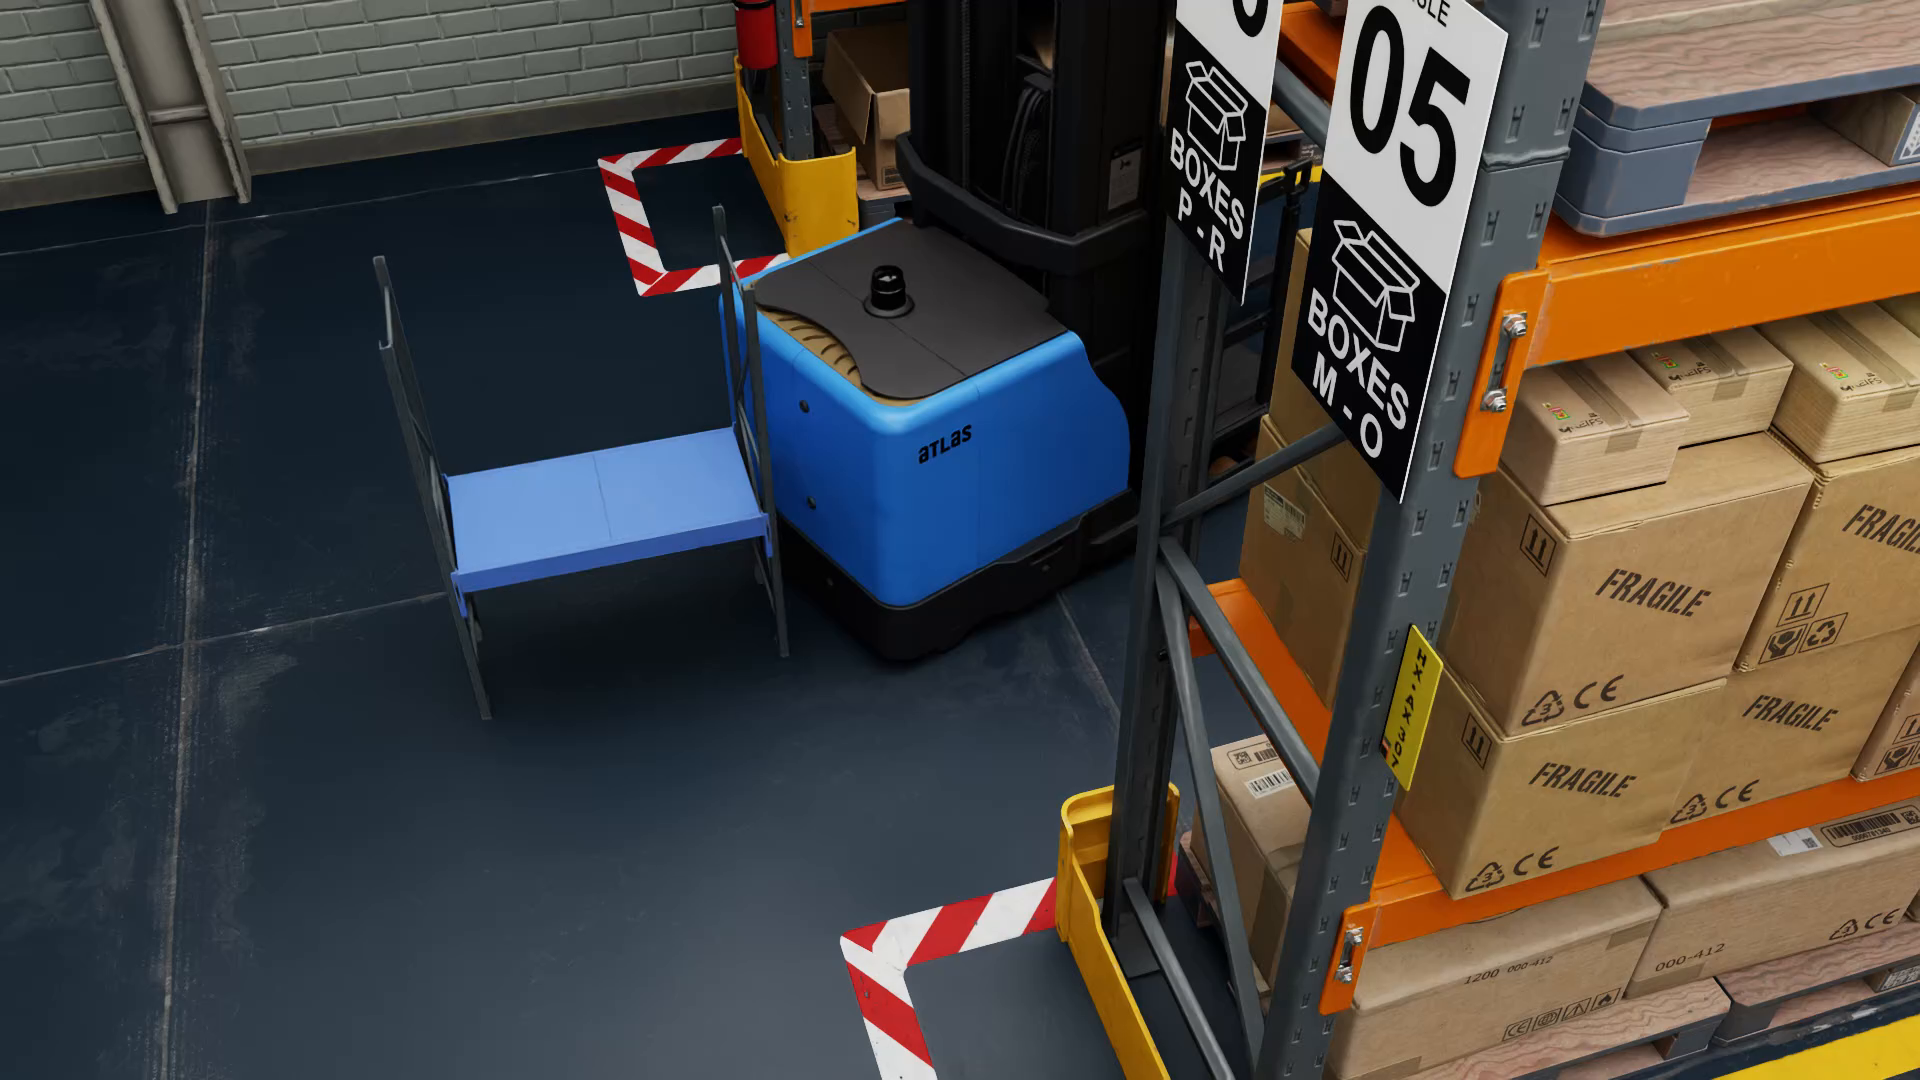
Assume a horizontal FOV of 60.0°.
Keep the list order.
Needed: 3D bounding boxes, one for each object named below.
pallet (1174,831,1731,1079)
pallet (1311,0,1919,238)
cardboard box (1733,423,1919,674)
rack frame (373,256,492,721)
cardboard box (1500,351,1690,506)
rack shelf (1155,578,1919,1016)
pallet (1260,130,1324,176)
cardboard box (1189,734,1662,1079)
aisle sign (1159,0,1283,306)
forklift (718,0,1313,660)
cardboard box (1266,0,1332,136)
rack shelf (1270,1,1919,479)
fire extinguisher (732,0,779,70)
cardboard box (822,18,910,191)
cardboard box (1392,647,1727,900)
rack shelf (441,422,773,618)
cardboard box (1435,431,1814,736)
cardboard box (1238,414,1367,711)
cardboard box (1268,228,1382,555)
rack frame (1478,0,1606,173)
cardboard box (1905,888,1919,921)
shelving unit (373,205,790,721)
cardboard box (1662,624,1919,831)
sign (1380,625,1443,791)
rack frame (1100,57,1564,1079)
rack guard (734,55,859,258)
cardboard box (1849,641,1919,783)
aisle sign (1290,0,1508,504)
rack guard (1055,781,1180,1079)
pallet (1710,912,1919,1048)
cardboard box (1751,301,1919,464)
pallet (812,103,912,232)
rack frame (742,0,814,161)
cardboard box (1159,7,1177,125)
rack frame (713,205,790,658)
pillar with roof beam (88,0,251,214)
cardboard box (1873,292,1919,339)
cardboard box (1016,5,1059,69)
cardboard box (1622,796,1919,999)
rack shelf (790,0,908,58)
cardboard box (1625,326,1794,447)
[{"bbox_3d":[1.366,1.147,4.776,1.213,0.211,1.003,-12,42,-13],"label":"pallet"},{"bbox_3d":[1.331,-0.945,2.839,1.213,0.211,1.003,-12,42,-13],"label":"pallet"},{"bbox_3d":[1.661,-0.133,3.286,0.500,0.500,0.500,-13,43,-14],"label":"cardboard box"},{"bbox_3d":[-1.653,-0.119,5.247,0.032,1.500,0.500,-11,42,-13],"label":"rack frame"},{"bbox_3d":[1.049,-0.251,2.928,0.250,0.149,0.380,-11,42,-12],"label":"cardboard box"},{"bbox_3d":[2.535,0.180,4.311,4.000,0.370,1.077,-12,42,-13],"label":"rack shelf"},{"bbox_3d":[1.127,-2.172,8.575,1.213,0.211,1.003,-12,42,-13],"label":"pallet"},{"bbox_3d":[1.226,0.918,4.548,0.875,0.438,0.875,-13,43,-15],"label":"cardboard box"},{"bbox_3d":[0.465,-0.855,2.973,0.004,0.787,0.394,-12,42,-13],"label":"aisle sign"},{"bbox_3d":[0.635,-1.504,5.744,3.031,2.935,1.130,-28,48,-28],"label":"forklift"},{"bbox_3d":[1.561,-2.438,8.341,0.500,0.500,0.700,-13,43,-15],"label":"cardboard box"},{"bbox_3d":[2.535,-0.950,3.324,4.000,0.370,1.077,-12,42,-13],"label":"rack shelf"},{"bbox_3d":[-0.869,-2.321,6.969,0.183,0.674,0.296,-12,42,-13],"label":"fire extinguisher"},{"bbox_3d":[-0.256,-2.089,7.940,0.637,0.503,0.797,-13,43,-15],"label":"cardboard box"},{"bbox_3d":[1.171,0.352,3.491,0.500,0.500,0.500,-12,43,-13],"label":"cardboard box"},{"bbox_3d":[-1.167,-0.081,5.476,1.000,0.185,0.538,-11,42,-13],"label":"rack shelf"},{"bbox_3d":[1.170,-0.026,3.164,0.500,0.500,0.500,-13,43,-14],"label":"cardboard box"},{"bbox_3d":[1.008,0.005,3.888,0.500,0.500,0.500,-11,42,-13],"label":"cardboard box"},{"bbox_3d":[1.015,-0.355,3.540,0.500,0.500,0.500,-10,42,-12],"label":"cardboard box"},{"bbox_3d":[0.627,-1.955,1.648,0.127,3.000,1.000,-12,42,-13],"label":"rack frame"},{"bbox_3d":[2.957,0.554,4.964,0.875,0.438,0.875,-13,43,-14],"label":"cardboard box"},{"bbox_3d":[-1.167,-0.216,5.358,1.048,1.500,0.538,-11,42,-13],"label":"shelving unit"},{"bbox_3d":[1.645,0.234,3.626,0.500,0.500,0.500,-12,43,-14],"label":"cardboard box"},{"bbox_3d":[0.788,0.298,2.911,0.005,0.325,0.100,-12,42,-13],"label":"sign"},{"bbox_3d":[0.627,0.304,3.622,0.127,3.000,1.000,-12,42,-13],"label":"rack frame"},{"bbox_3d":[-0.795,-1.884,8.026,0.348,0.500,1.175,-12,42,-13],"label":"rack guard"},{"bbox_3d":[2.136,0.145,3.728,0.500,0.500,0.500,-12,43,-13],"label":"cardboard box"},{"bbox_3d":[0.645,-0.479,2.542,0.004,0.787,0.394,-12,42,-13],"label":"aisle sign"},{"bbox_3d":[0.604,1.250,4.439,0.348,0.500,1.175,-12,42,-13],"label":"rack guard"},{"bbox_3d":[2.528,0.909,5.050,1.213,0.211,1.003,-12,42,-13],"label":"pallet"},{"bbox_3d":[1.560,-0.327,3.015,0.250,0.149,0.380,-10,42,-12],"label":"cardboard box"},{"bbox_3d":[-0.035,-1.933,8.302,1.213,0.211,1.003,-12,42,-13],"label":"pallet"},{"bbox_3d":[-0.868,-2.810,7.186,0.127,3.000,1.000,-12,42,-13],"label":"rack frame"},{"bbox_3d":[1.106,-2.274,8.154,0.500,0.500,0.500,-11,42,-12],"label":"cardboard box"},{"bbox_3d":[-0.680,-0.313,5.469,0.032,1.500,0.500,-11,42,-13],"label":"rack frame"},{"bbox_3d":[-2.417,-2.400,2.158,0.400,9.000,9.100,-12,42,-13],"label":"pillar with roof beam"},{"bbox_3d":[1.805,-0.390,3.087,0.250,0.149,0.380,-13,43,-14],"label":"cardboard box"},{"bbox_3d":[0.571,-2.233,8.106,0.500,0.500,0.700,-10,42,-11],"label":"cardboard box"},{"bbox_3d":[2.097,0.732,4.761,0.875,0.438,0.875,-11,42,-12],"label":"cardboard box"},{"bbox_3d":[1.040,-2.934,7.876,4.000,0.370,1.077,-12,42,-13],"label":"rack shelf"},{"bbox_3d":[1.277,-0.347,3.038,0.250,0.149,0.380,-11,42,-12],"label":"cardboard box"}]
